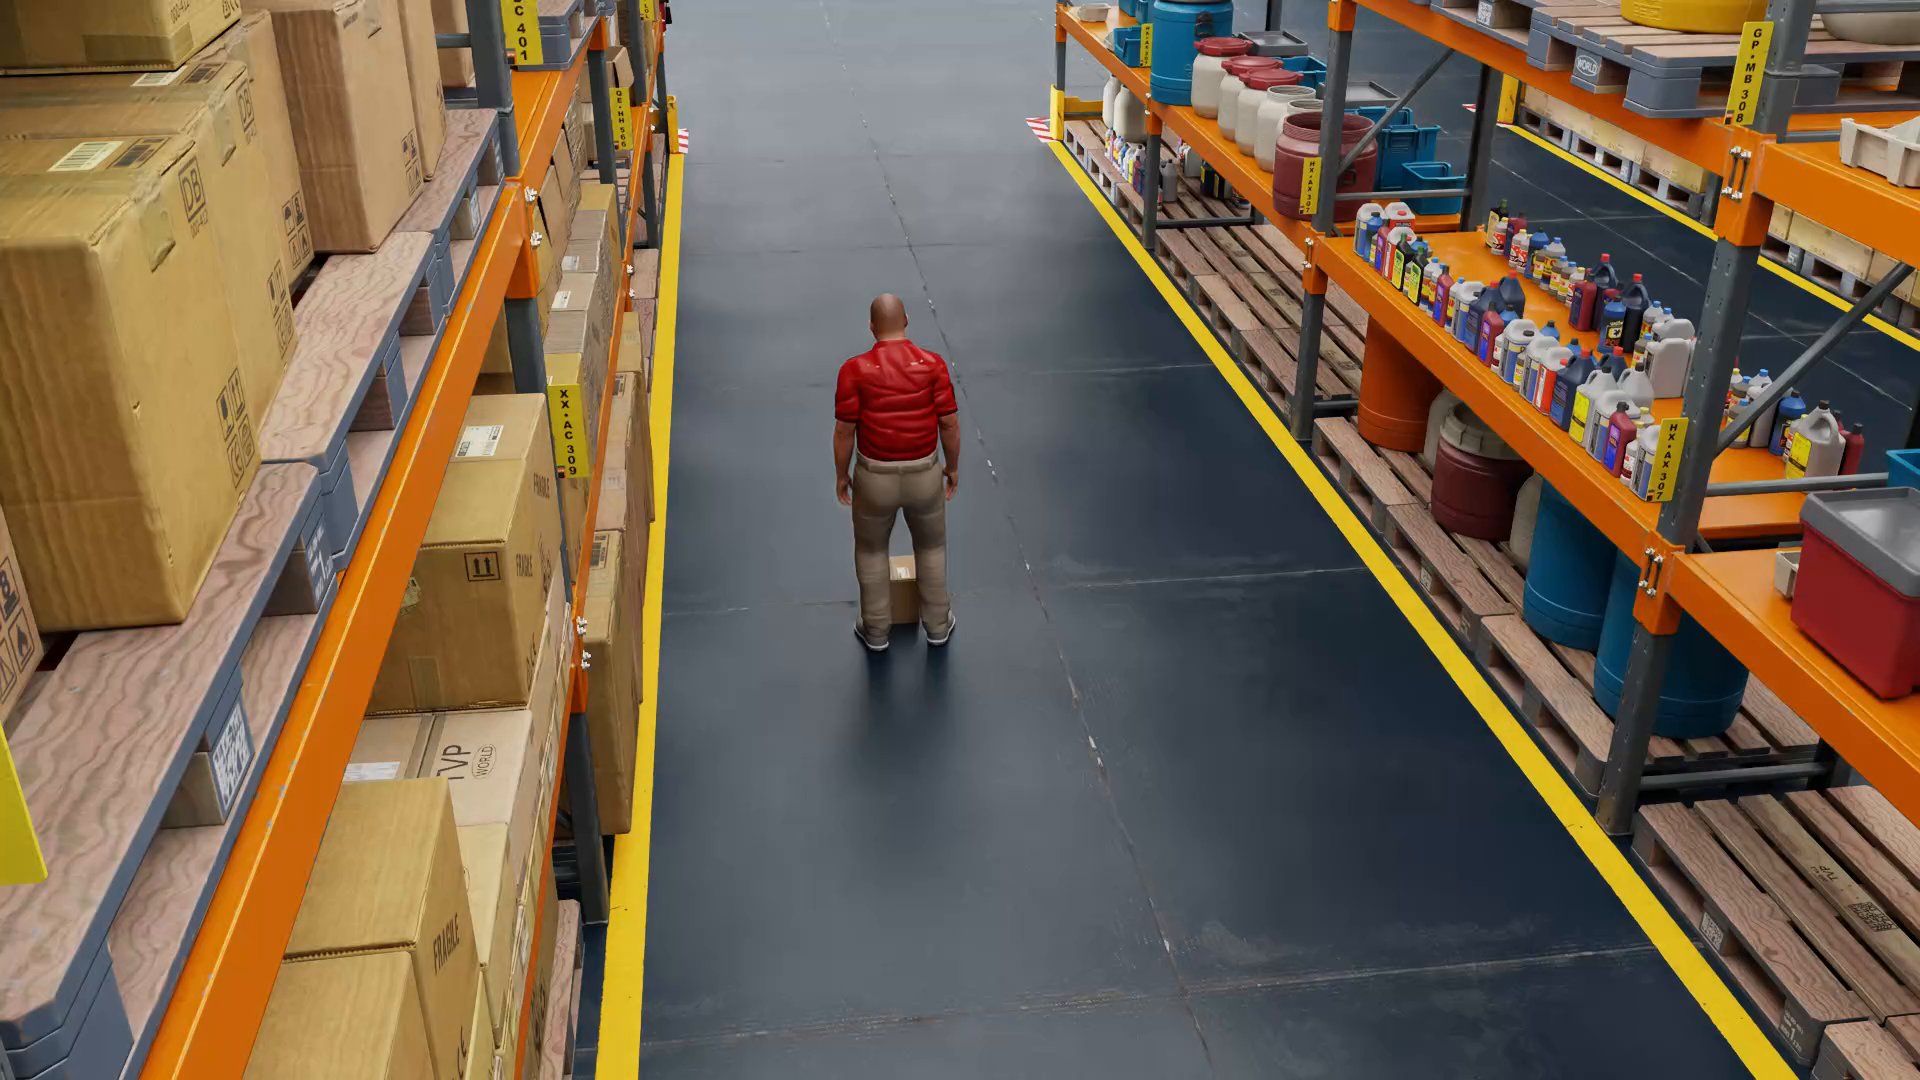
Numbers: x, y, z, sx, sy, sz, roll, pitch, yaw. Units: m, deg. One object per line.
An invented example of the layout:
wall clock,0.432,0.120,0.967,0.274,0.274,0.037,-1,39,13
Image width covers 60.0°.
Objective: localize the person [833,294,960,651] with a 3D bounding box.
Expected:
person,-0.292,-0.295,7.712,0.584,1.726,0.395,-4,27,-8
